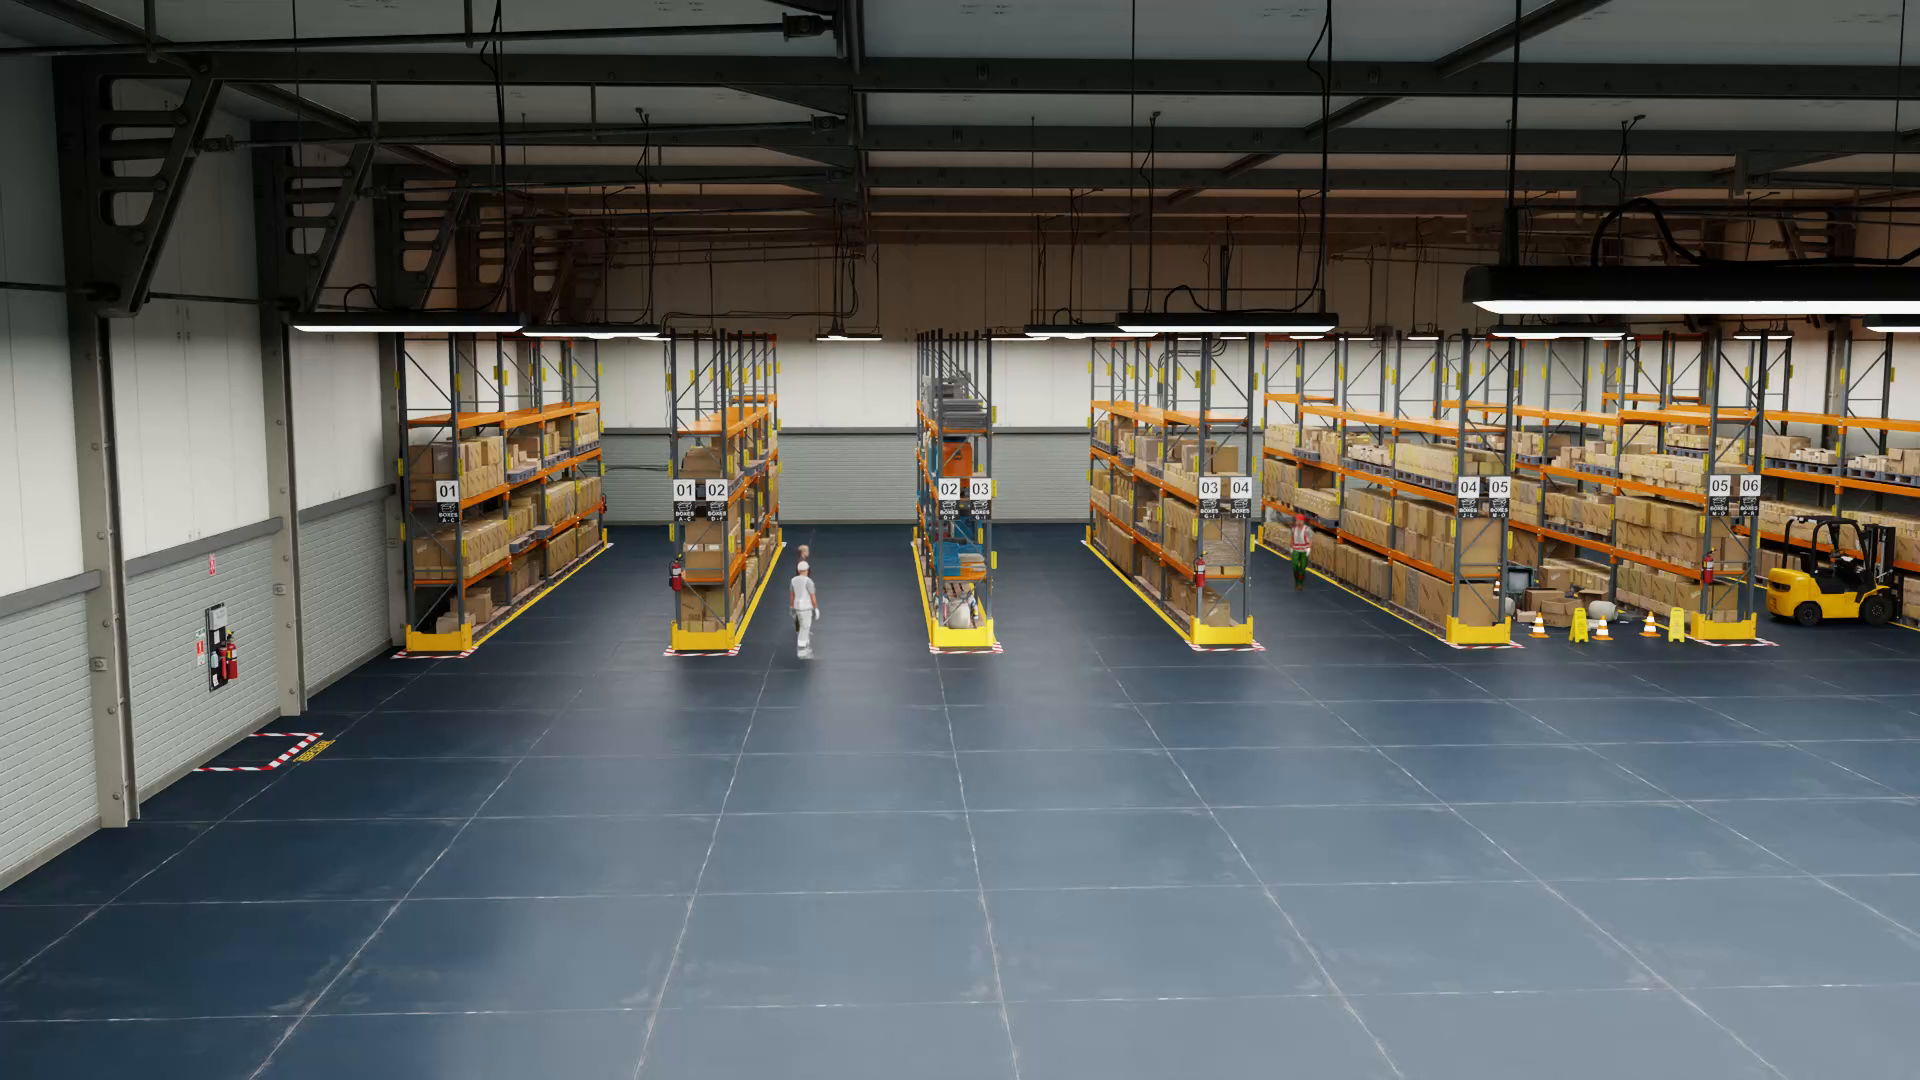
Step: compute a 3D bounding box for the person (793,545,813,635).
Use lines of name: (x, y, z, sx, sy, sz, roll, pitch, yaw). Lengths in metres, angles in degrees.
person: (-3.106, 1.018, 32.756, 0.439, 1.795, 0.681, 0, 7, 1)

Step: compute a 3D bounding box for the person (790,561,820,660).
person: (-2.763, 1.289, 30.263, 0.541, 1.827, 0.535, -4, 8, -31)

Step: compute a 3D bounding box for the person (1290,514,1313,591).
person: (7.945, 0.294, 38.648, 0.507, 1.795, 0.657, 1, 7, 8)

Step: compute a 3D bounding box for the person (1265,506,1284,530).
person: (9.538, -1.093, 50.488, 0.576, 1.706, 1.057, 5, 8, 37)
